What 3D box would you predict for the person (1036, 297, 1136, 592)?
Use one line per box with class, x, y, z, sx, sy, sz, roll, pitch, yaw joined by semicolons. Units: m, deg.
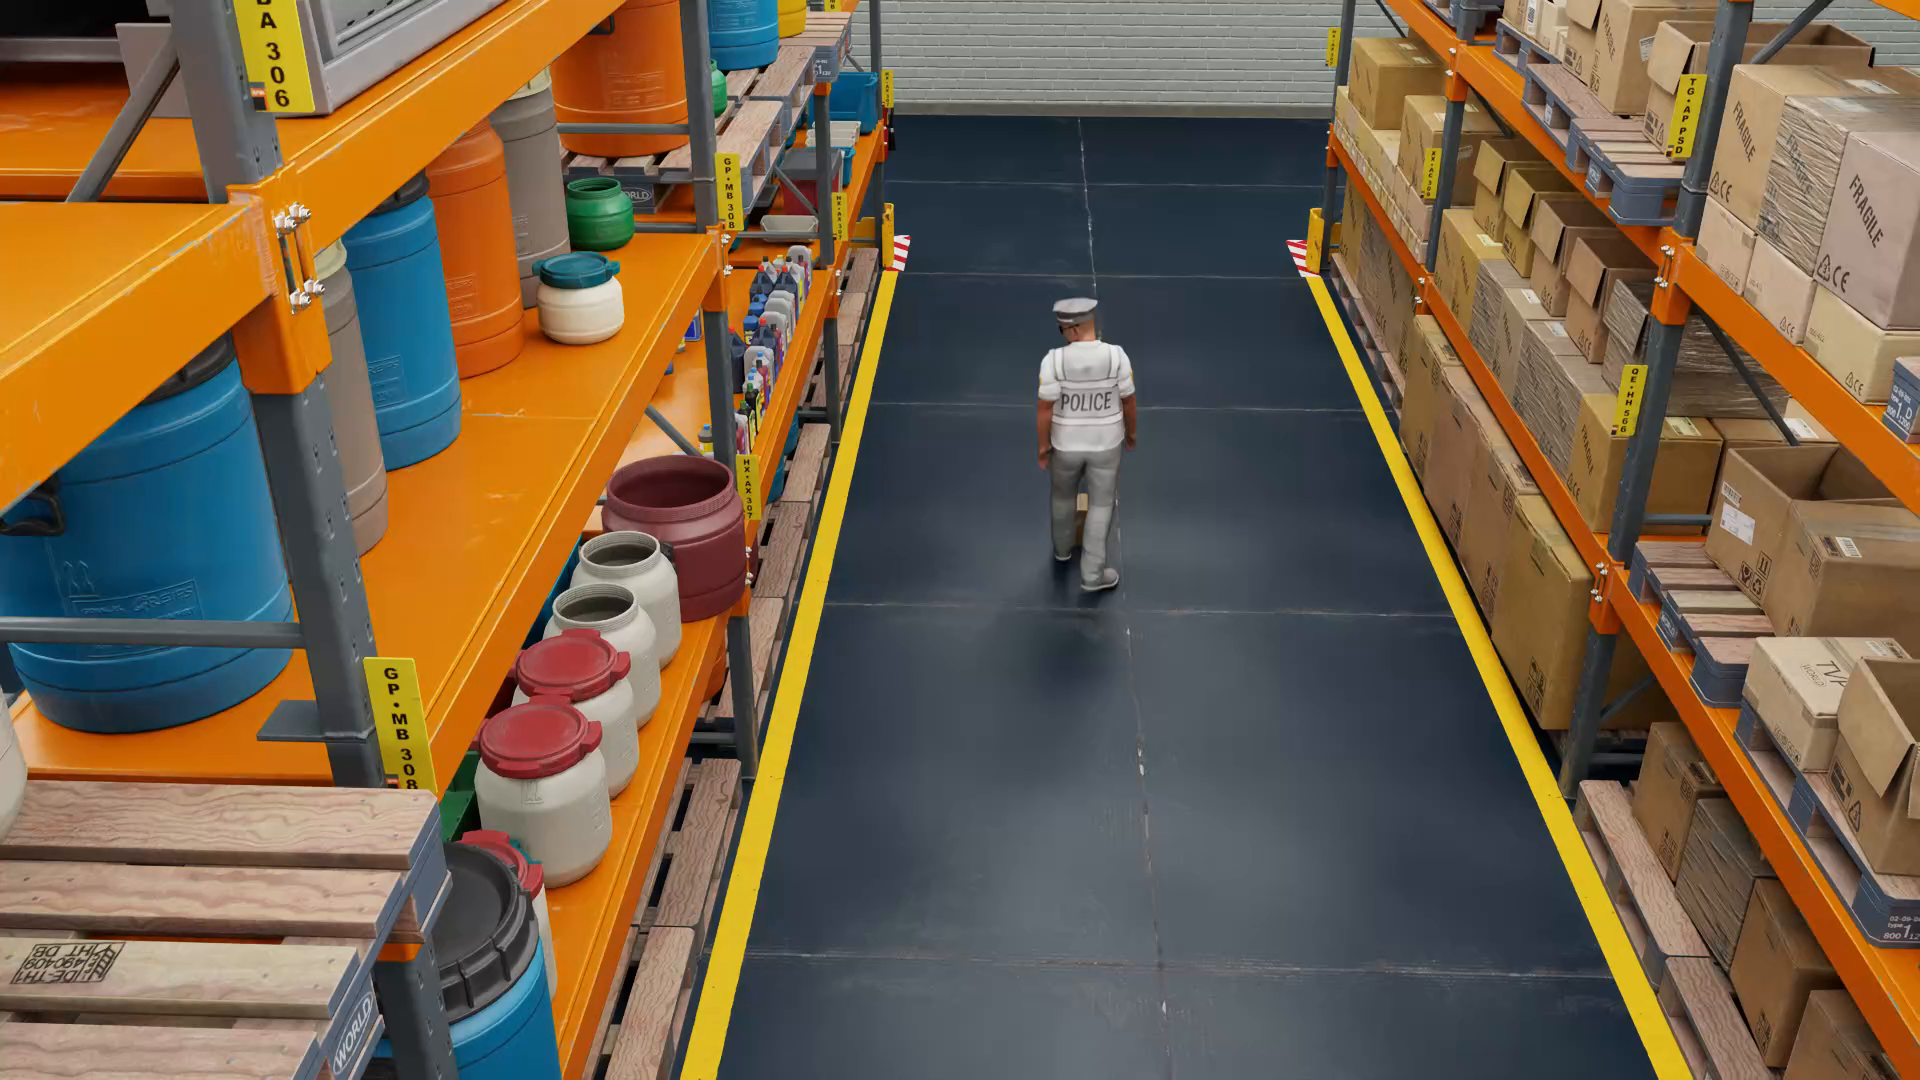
person;0.740;-0.592;9.718;0.573;1.725;0.787;4;28;7
